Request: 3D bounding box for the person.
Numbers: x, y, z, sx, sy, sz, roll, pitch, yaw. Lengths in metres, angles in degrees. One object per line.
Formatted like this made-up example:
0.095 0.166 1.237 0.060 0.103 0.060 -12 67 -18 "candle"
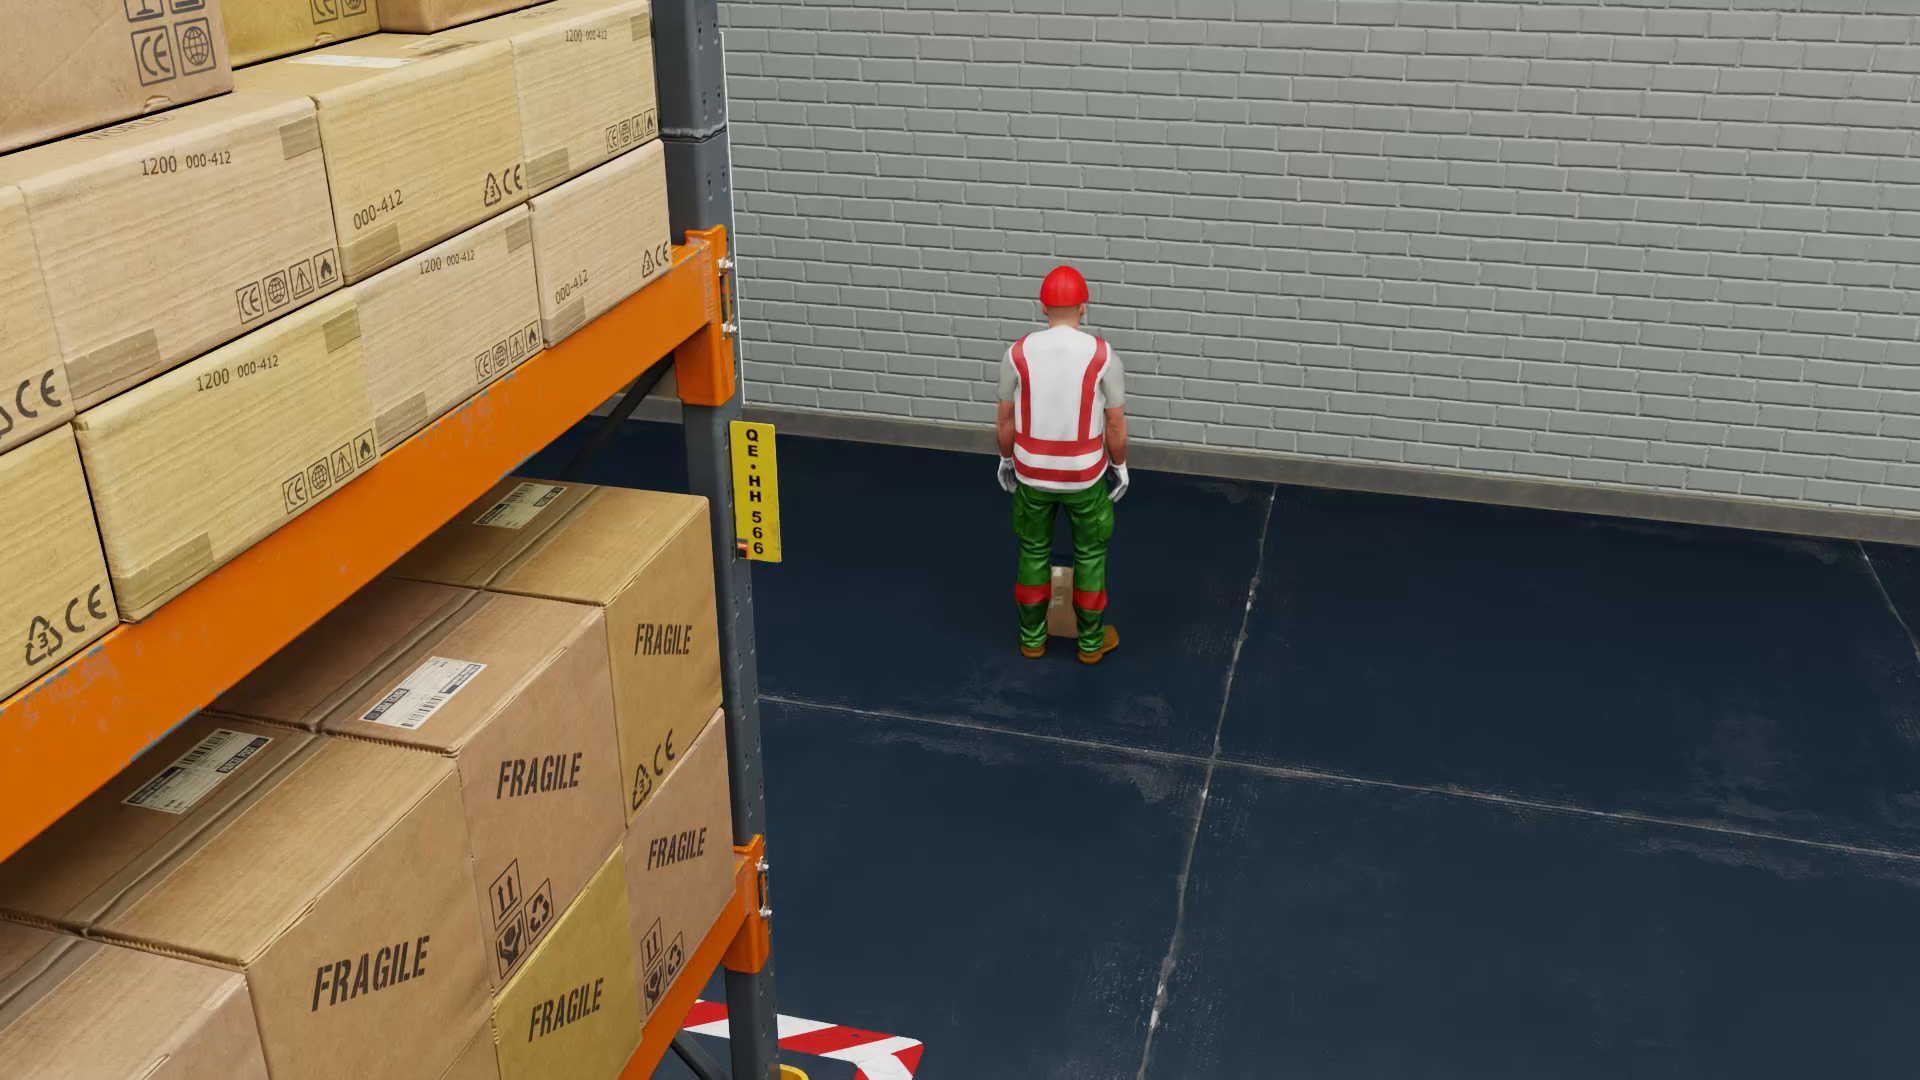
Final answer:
0.444 -0.305 7.240 0.579 1.780 0.441 5 26 11 "person"
